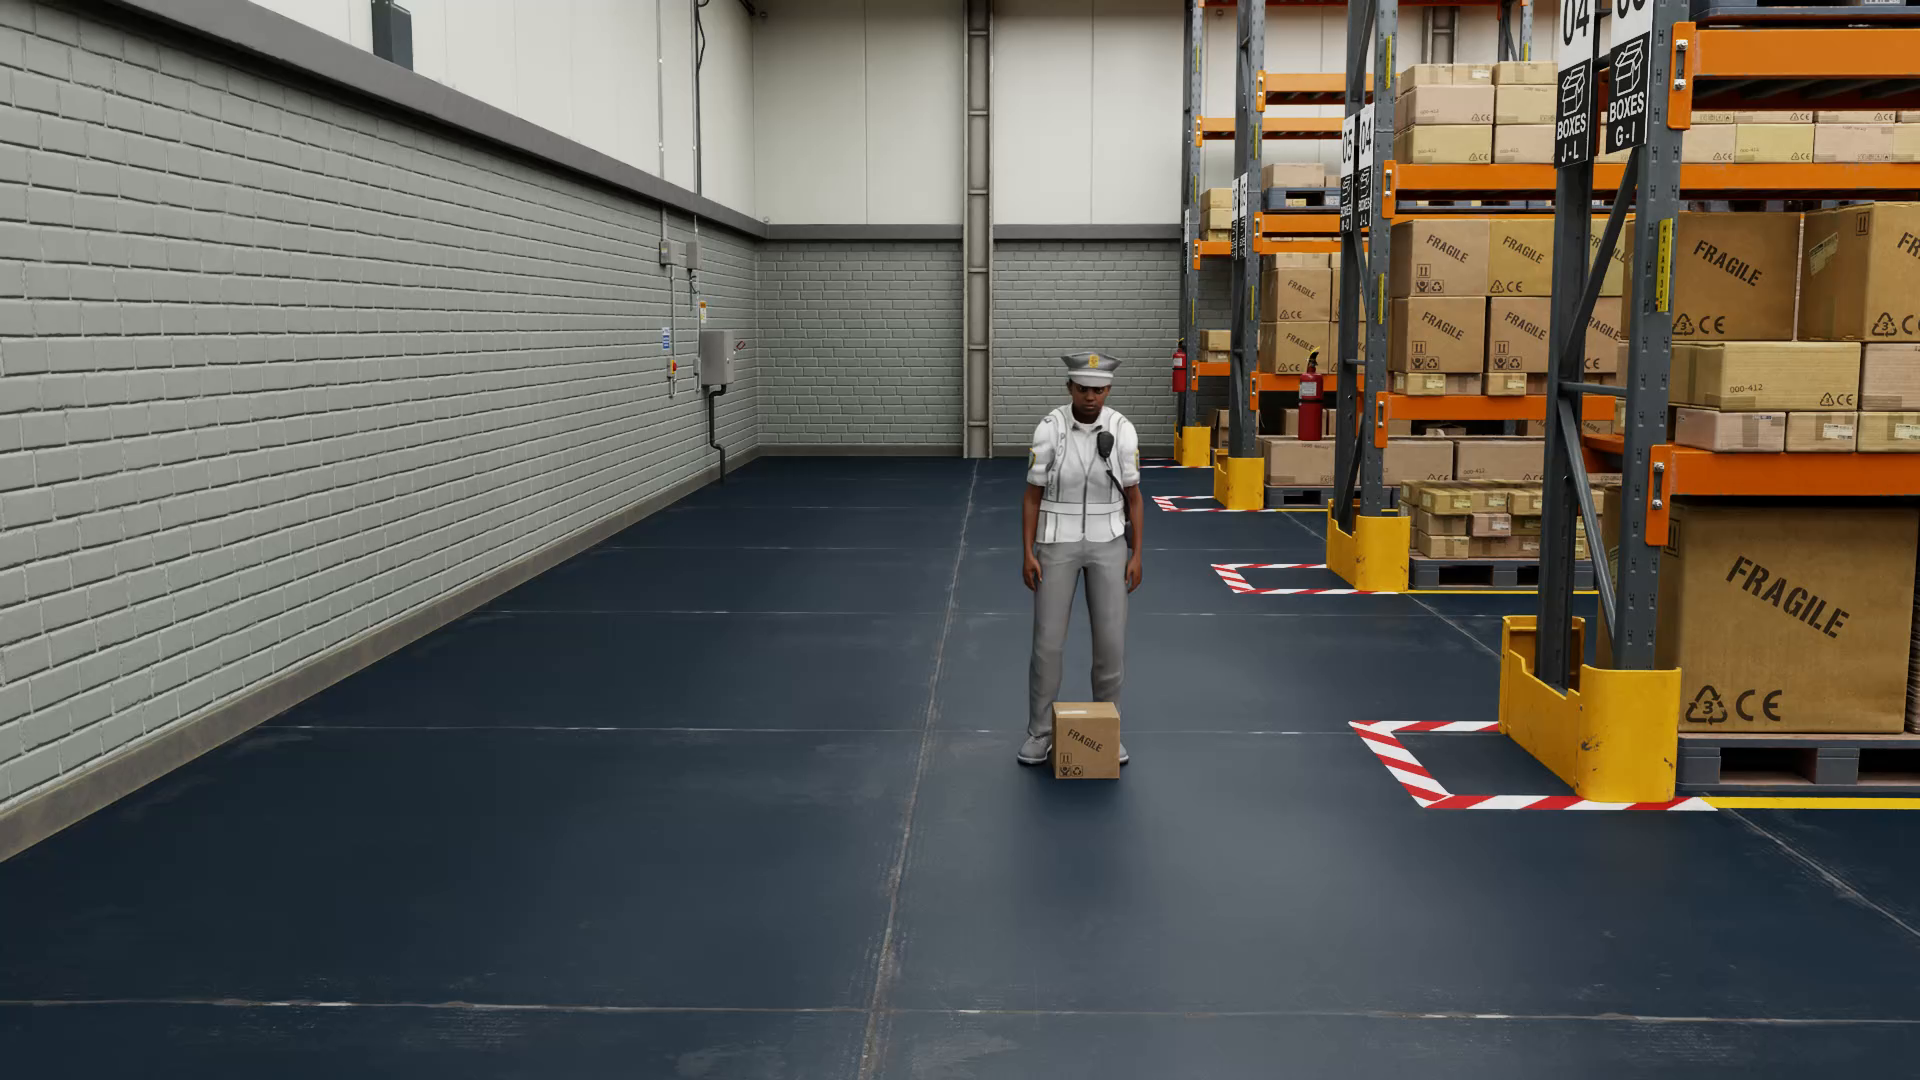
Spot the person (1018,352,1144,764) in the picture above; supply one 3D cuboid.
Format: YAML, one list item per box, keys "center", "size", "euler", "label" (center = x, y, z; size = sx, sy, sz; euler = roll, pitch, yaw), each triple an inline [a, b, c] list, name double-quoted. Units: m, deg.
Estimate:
- center: [0.491, 0.070, 6.751]
  size: [0.509, 1.655, 0.397]
  euler: [0, 7, 1]
  label: "person"
